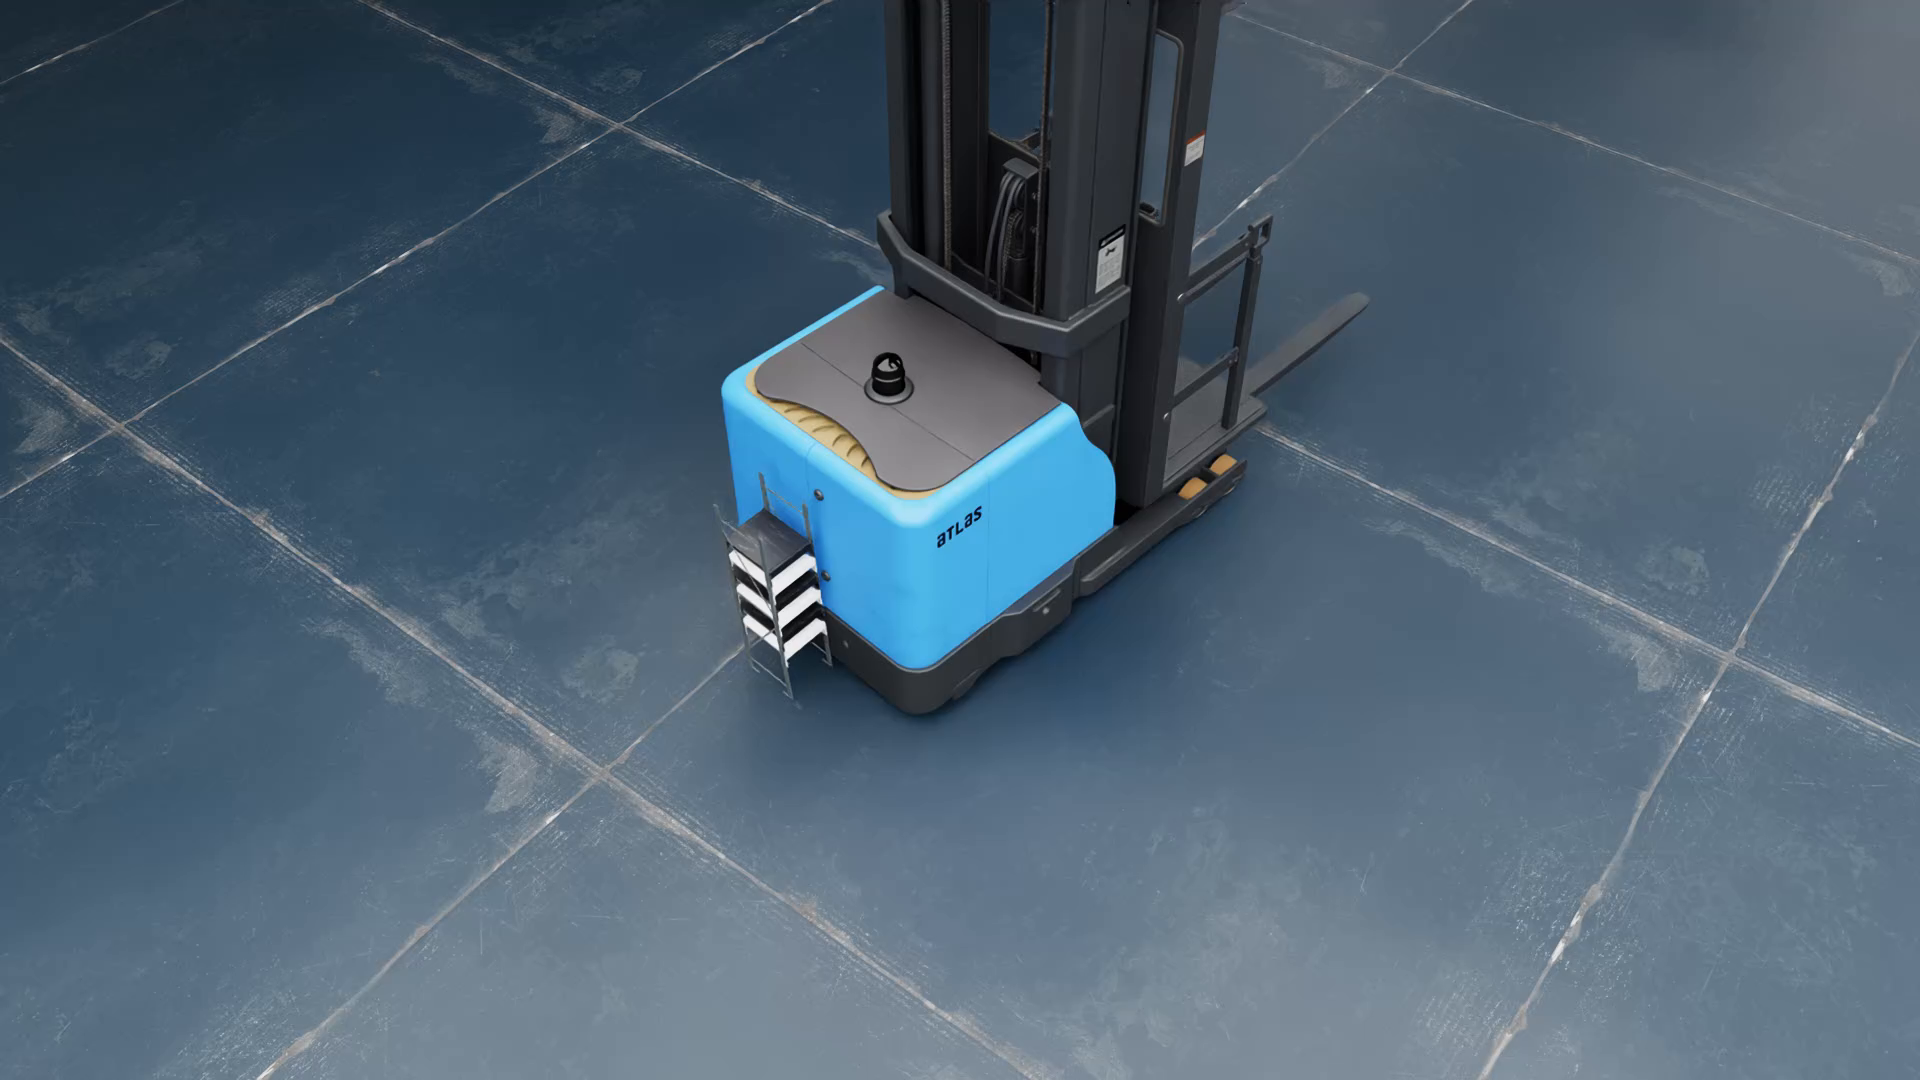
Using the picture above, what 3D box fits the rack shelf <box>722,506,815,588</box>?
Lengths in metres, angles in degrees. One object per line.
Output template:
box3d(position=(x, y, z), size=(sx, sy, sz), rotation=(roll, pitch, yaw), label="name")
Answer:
box3d(position=(-0.666, 0.023, 5.772), size=(0.258, 0.077, 0.200), rotation=(34, 58, 28), label="rack shelf")

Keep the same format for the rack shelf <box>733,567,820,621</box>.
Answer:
box3d(position=(-0.659, 0.142, 5.907), size=(0.258, 0.077, 0.200), rotation=(34, 58, 28), label="rack shelf")

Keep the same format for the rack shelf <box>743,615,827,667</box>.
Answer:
box3d(position=(-0.648, 0.320, 6.109), size=(0.258, 0.077, 0.200), rotation=(34, 58, 28), label="rack shelf")

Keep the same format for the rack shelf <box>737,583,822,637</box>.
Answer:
box3d(position=(-0.655, 0.201, 5.974), size=(0.258, 0.077, 0.200), rotation=(34, 58, 28), label="rack shelf")

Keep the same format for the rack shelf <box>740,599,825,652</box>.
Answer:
box3d(position=(-0.652, 0.260, 6.042), size=(0.258, 0.077, 0.200), rotation=(34, 58, 28), label="rack shelf")

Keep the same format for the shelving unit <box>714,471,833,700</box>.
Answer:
box3d(position=(-0.657, 0.179, 5.949), size=(0.258, 0.900, 0.210), rotation=(34, 58, 28), label="shelving unit")

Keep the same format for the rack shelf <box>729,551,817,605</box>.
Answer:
box3d(position=(-0.662, 0.082, 5.839), size=(0.258, 0.077, 0.200), rotation=(34, 58, 28), label="rack shelf")

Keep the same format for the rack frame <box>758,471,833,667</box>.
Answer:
box3d(position=(-0.587, 0.122, 5.996), size=(0.240, 0.900, 0.006), rotation=(34, 58, 28), label="rack frame")

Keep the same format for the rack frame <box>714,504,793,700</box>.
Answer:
box3d(position=(-0.726, 0.236, 5.902), size=(0.240, 0.900, 0.006), rotation=(34, 58, 28), label="rack frame")

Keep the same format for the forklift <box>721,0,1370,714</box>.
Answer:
box3d(position=(0.544, -1.341, 6.004), size=(1.130, 2.935, 3.031), rotation=(36, 56, 29), label="forklift")
